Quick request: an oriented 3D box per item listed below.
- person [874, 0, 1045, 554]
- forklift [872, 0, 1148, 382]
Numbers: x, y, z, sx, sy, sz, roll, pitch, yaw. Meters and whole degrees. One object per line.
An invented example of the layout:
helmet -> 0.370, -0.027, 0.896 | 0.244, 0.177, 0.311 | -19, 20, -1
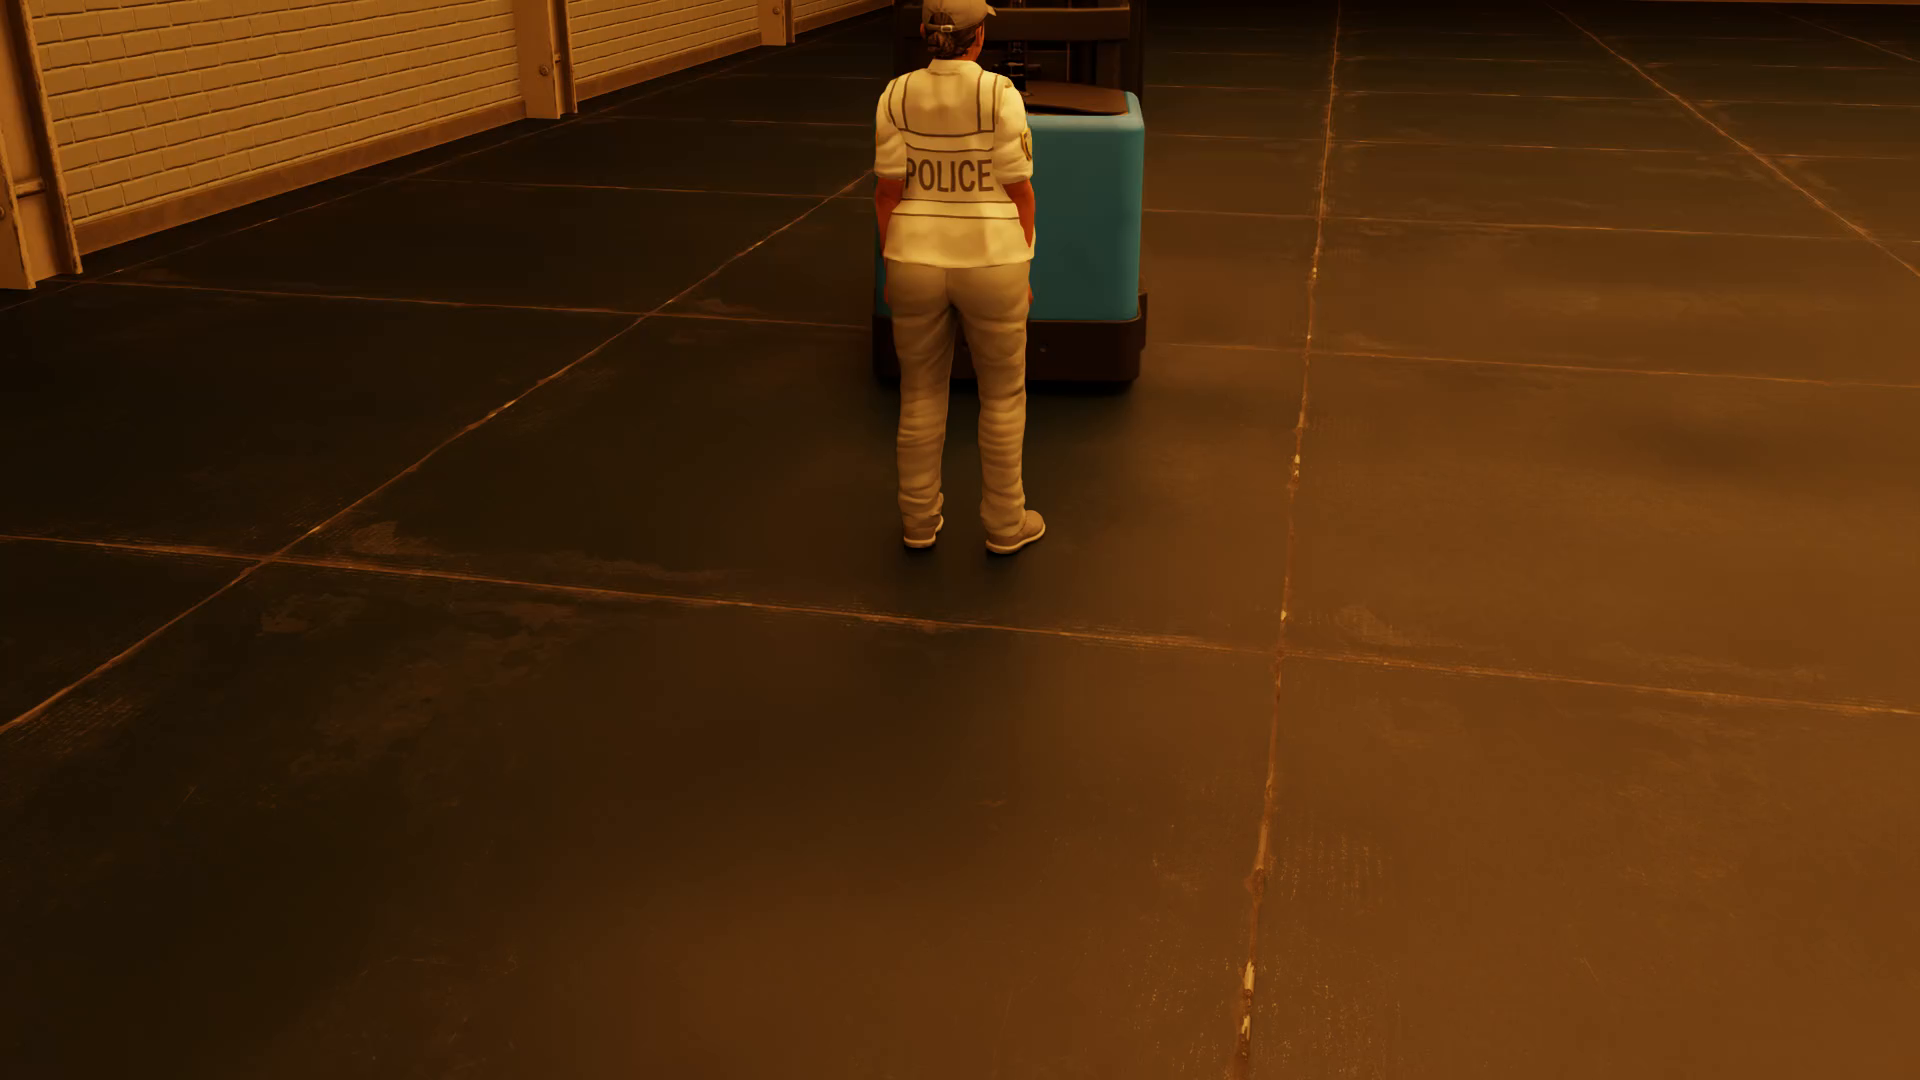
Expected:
person -> 0.006, -0.768, 4.838 | 0.483, 1.668, 0.394 | 5, 23, 11
forklift -> 0.274, -2.486, 7.363 | 1.130, 2.935, 3.031 | 1, 22, 4
